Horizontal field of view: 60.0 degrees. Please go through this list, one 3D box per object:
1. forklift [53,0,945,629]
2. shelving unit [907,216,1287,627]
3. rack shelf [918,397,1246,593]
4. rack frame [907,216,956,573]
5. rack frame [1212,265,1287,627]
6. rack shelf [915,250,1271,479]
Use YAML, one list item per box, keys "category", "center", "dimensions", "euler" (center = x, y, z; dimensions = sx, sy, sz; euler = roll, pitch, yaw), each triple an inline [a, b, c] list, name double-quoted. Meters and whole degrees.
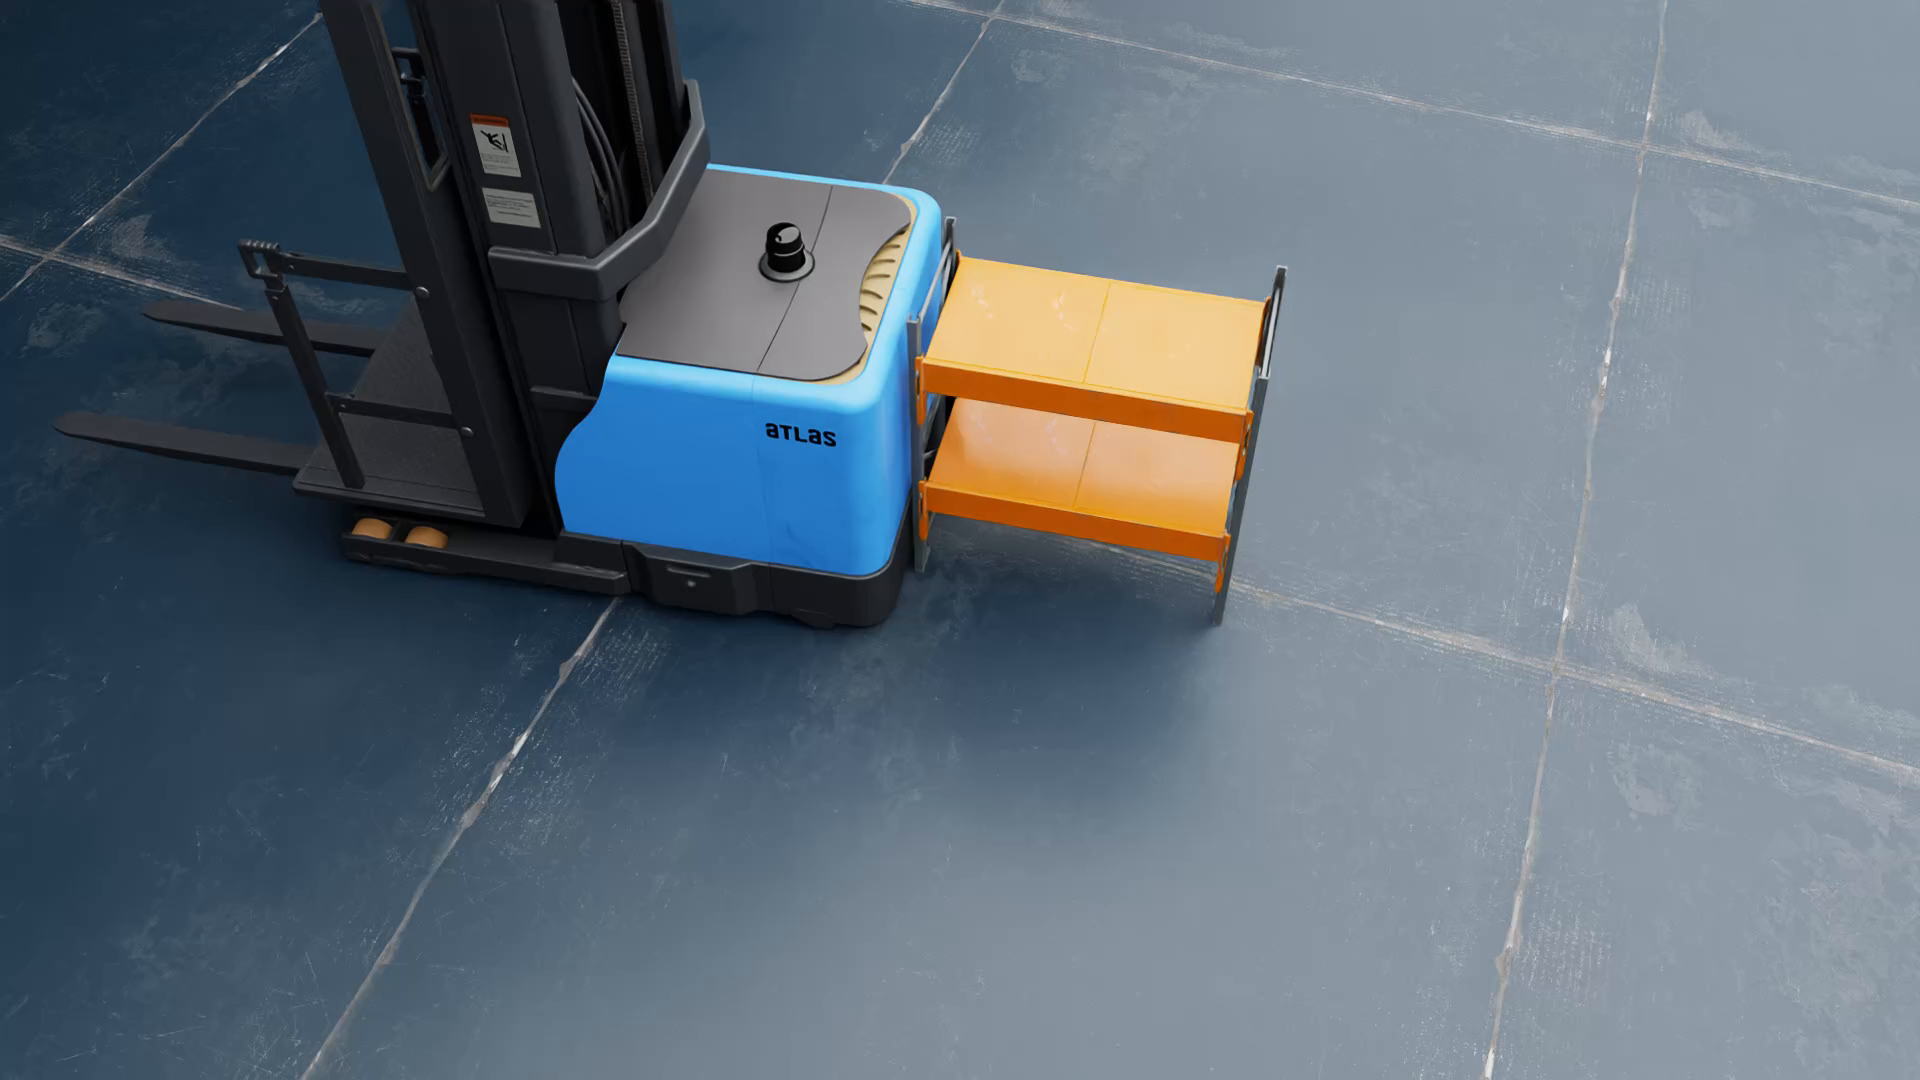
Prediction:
- category: "forklift"
  center: [-1.616, -1.231, 4.877]
  dimensions: [3.031, 2.935, 1.130]
  euler: [9, 50, 7]
- category: "shelving unit"
  center: [0.412, -0.355, 5.314]
  dimensions: [1.048, 1.125, 0.538]
  euler: [10, 50, 9]
- category: "rack shelf"
  center: [0.412, -0.195, 5.498]
  dimensions: [1.000, 0.278, 0.538]
  euler: [10, 50, 9]
- category: "rack frame"
  center: [-0.083, -0.444, 5.390]
  dimensions: [0.032, 1.125, 0.500]
  euler: [10, 50, 9]
- category: "rack frame"
  center: [0.907, -0.267, 5.237]
  dimensions: [0.032, 1.125, 0.500]
  euler: [10, 50, 9]
- category: "rack shelf"
  center: [0.412, -0.547, 5.093]
  dimensions: [1.000, 0.278, 0.538]
  euler: [10, 50, 9]
